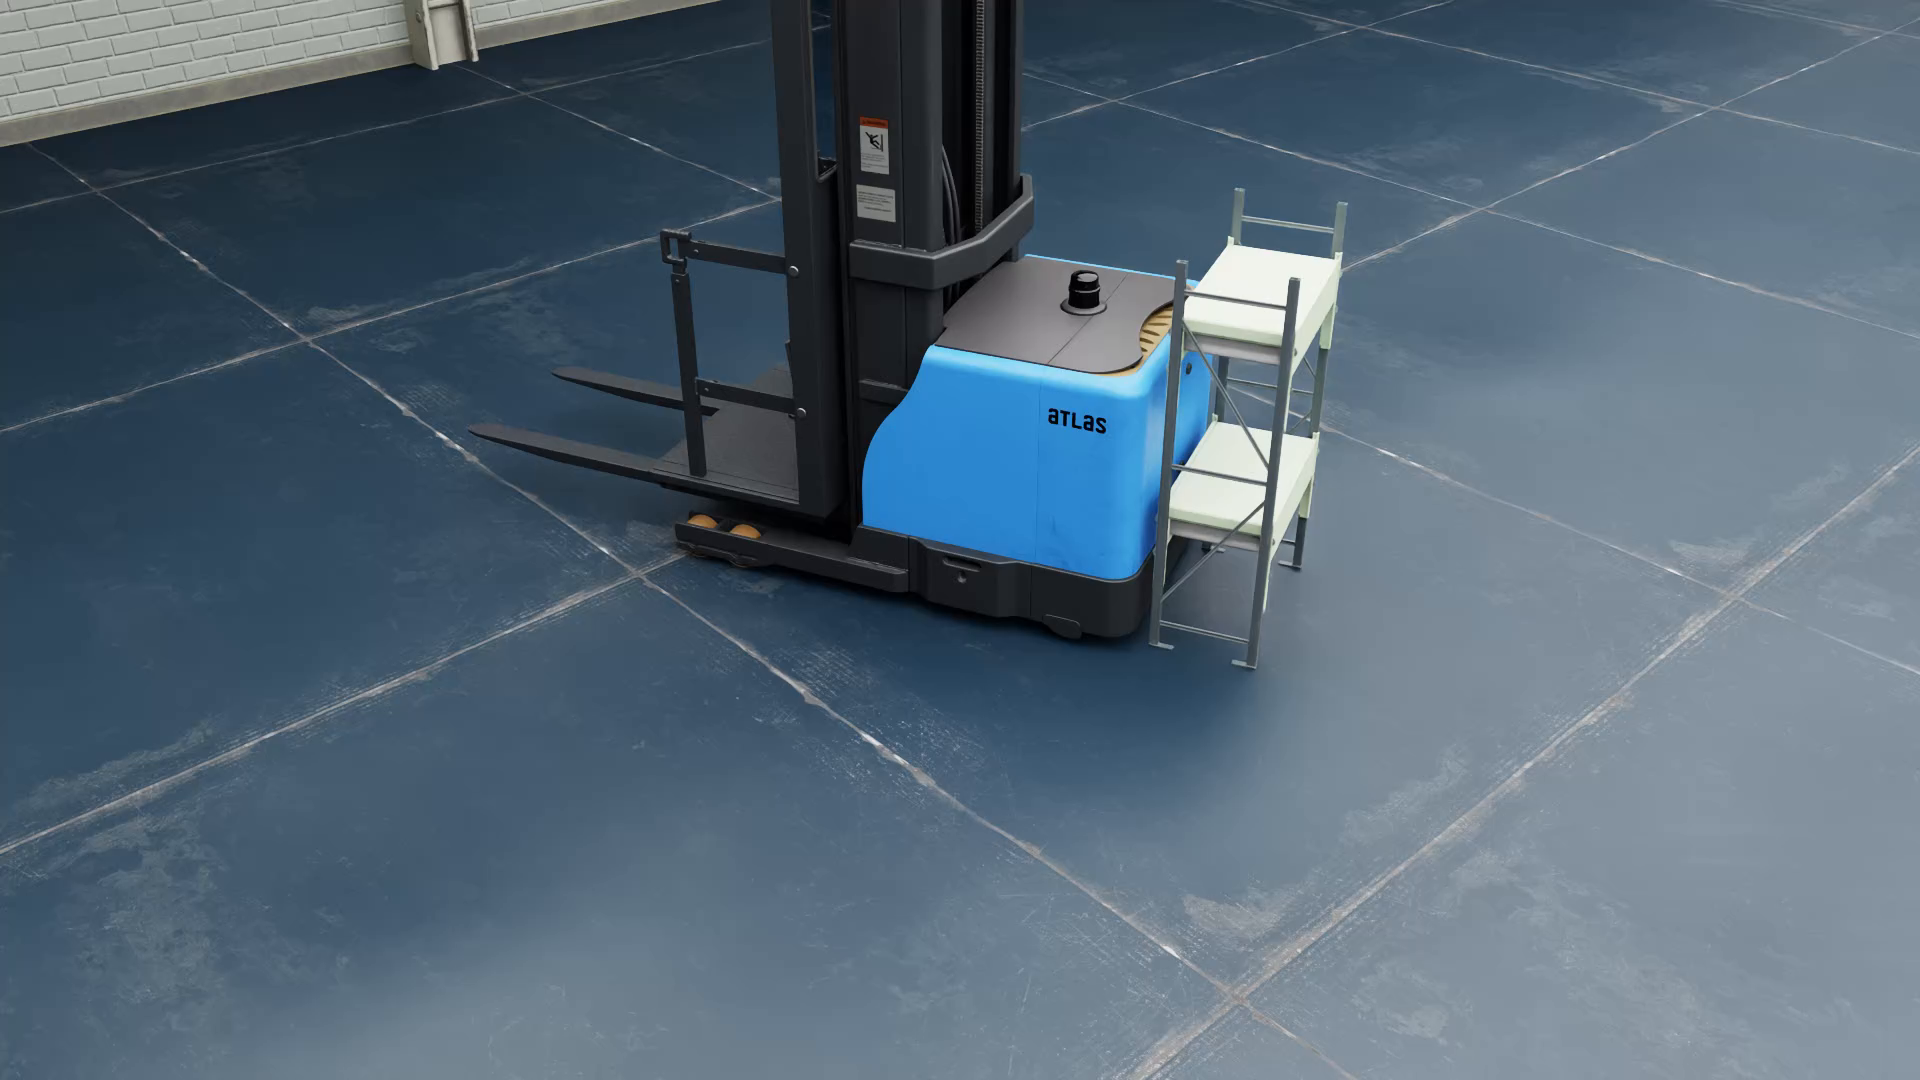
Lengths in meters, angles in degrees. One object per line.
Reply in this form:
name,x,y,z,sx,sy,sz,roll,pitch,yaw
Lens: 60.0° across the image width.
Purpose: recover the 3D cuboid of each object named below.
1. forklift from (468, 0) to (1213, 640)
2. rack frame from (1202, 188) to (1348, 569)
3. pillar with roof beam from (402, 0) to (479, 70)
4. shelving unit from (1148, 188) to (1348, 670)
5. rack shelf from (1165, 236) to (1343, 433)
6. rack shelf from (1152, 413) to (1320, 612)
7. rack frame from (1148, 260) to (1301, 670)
forklift,-0.580,-1.380,6.197,3.031,2.935,1.130,13,34,20
rack frame,1.163,-0.570,6.244,0.400,1.500,0.023,12,34,19
pillar with roof beam,-1.017,-5.868,7.720,0.400,9.000,9.100,-26,40,-35
shelving unit,1.023,-0.393,5.956,0.431,1.500,0.755,12,34,19
rack shelf,1.023,-0.726,5.752,0.431,0.370,0.720,12,34,19
rack shelf,1.023,-0.115,6.126,0.431,0.370,0.720,12,34,19
rack frame,0.882,-0.217,5.667,0.400,1.500,0.023,12,34,19
